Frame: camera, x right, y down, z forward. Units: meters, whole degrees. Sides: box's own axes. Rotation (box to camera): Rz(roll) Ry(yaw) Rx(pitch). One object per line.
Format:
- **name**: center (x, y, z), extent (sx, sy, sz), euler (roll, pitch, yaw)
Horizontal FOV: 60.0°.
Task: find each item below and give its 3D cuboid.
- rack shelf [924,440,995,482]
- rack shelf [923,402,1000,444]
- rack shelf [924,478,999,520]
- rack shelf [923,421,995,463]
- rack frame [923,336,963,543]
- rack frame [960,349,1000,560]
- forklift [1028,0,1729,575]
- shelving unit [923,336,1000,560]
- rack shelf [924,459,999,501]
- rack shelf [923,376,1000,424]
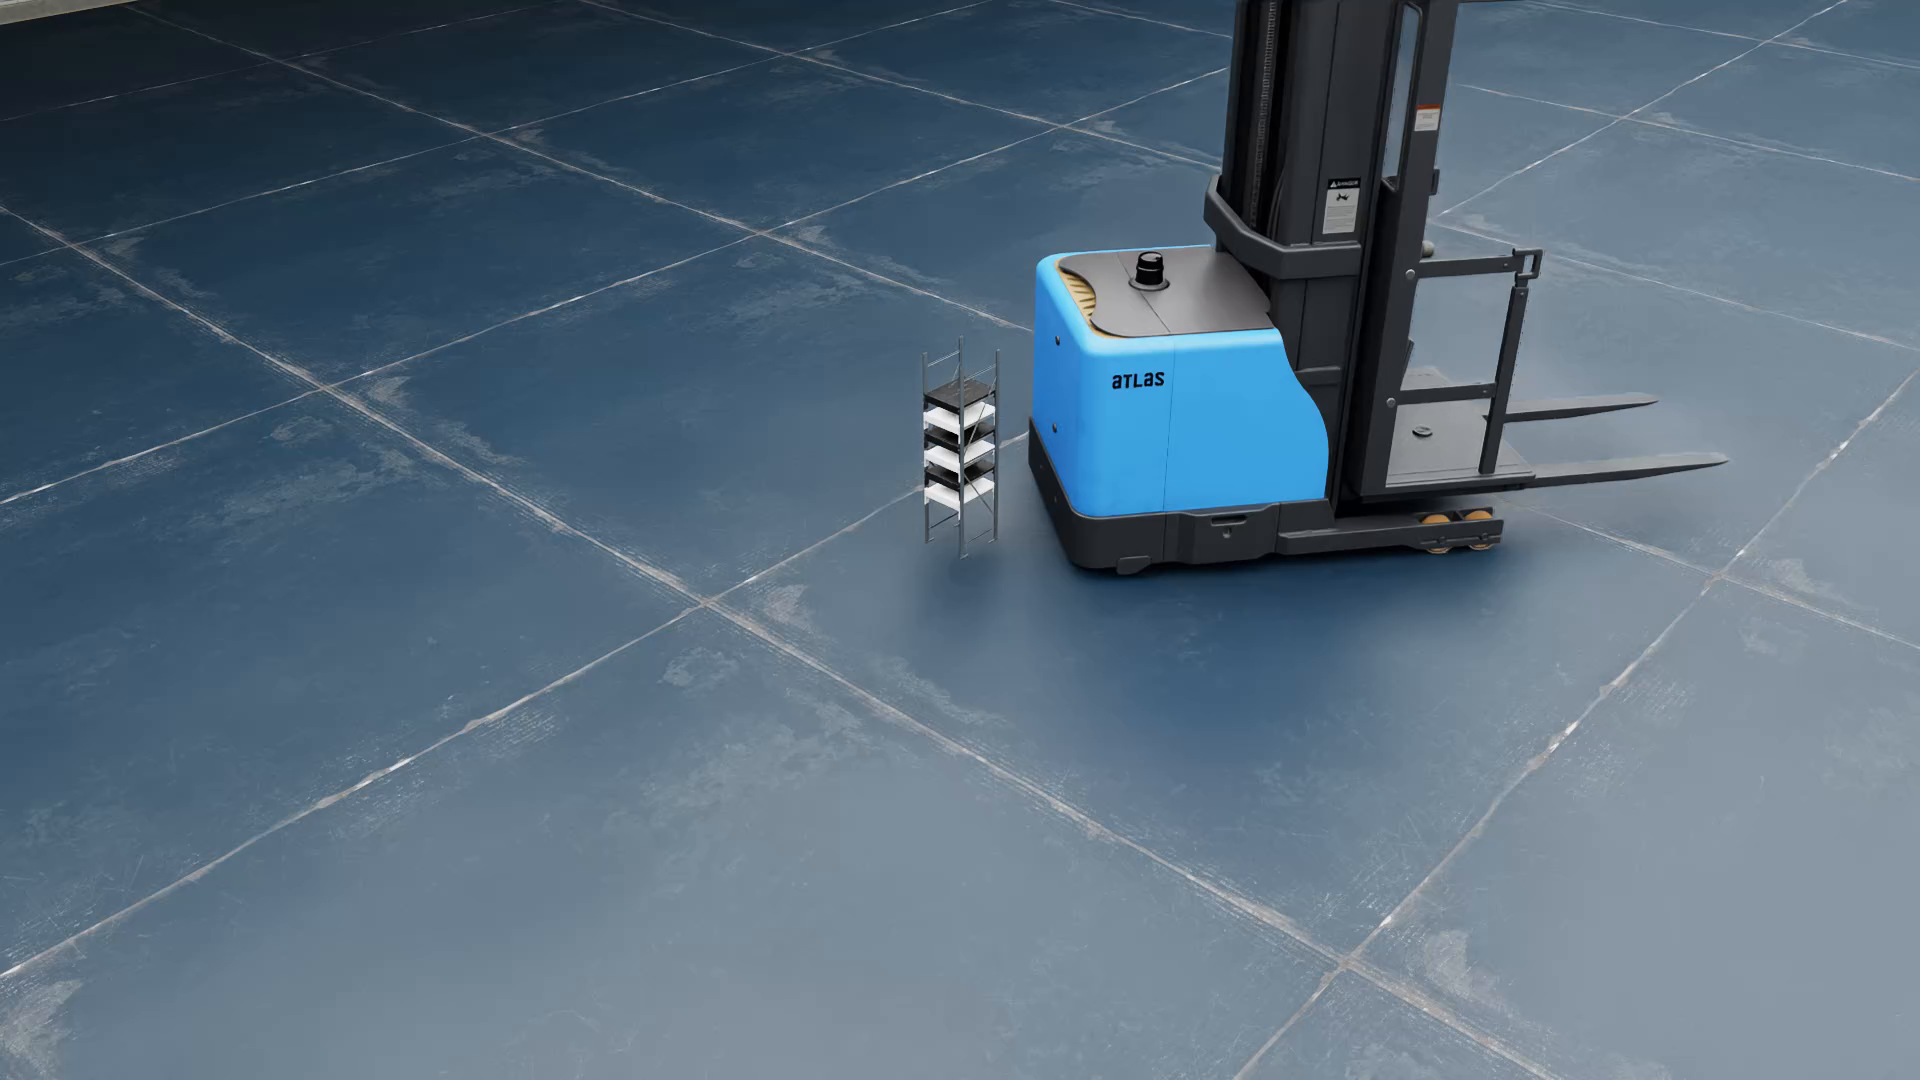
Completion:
- **rack shelf**: center (0.006, -0.354, 7.030), extent (0.200, 0.077, 0.258), euler (25, 39, 35)
- **rack shelf**: center (0.006, -0.508, 6.938), extent (0.200, 0.077, 0.258), euler (25, 39, 35)
- **rack shelf**: center (0.006, -0.200, 7.123), extent (0.200, 0.077, 0.258), euler (25, 39, 35)
- **rack shelf**: center (0.006, -0.431, 6.984), extent (0.200, 0.077, 0.258), euler (25, 39, 35)
- **rack frame**: center (-0.069, -0.418, 7.072), extent (0.006, 0.900, 0.240), euler (25, 39, 35)
- **rack frame**: center (0.081, -0.348, 6.955), extent (0.006, 0.900, 0.240), euler (25, 39, 35)
- **forklift**: center (1.881, -1.461, 6.835), extent (3.031, 2.935, 1.130), euler (-5, 31, -8)
- **shelving unit**: center (0.006, -0.383, 7.013), extent (0.210, 0.900, 0.258), euler (25, 39, 35)
- **rack shelf**: center (0.006, -0.277, 7.077), extent (0.200, 0.077, 0.258), euler (25, 39, 35)
- **rack shelf**: center (0.006, -0.585, 6.891), extent (0.200, 0.077, 0.258), euler (25, 39, 35)
